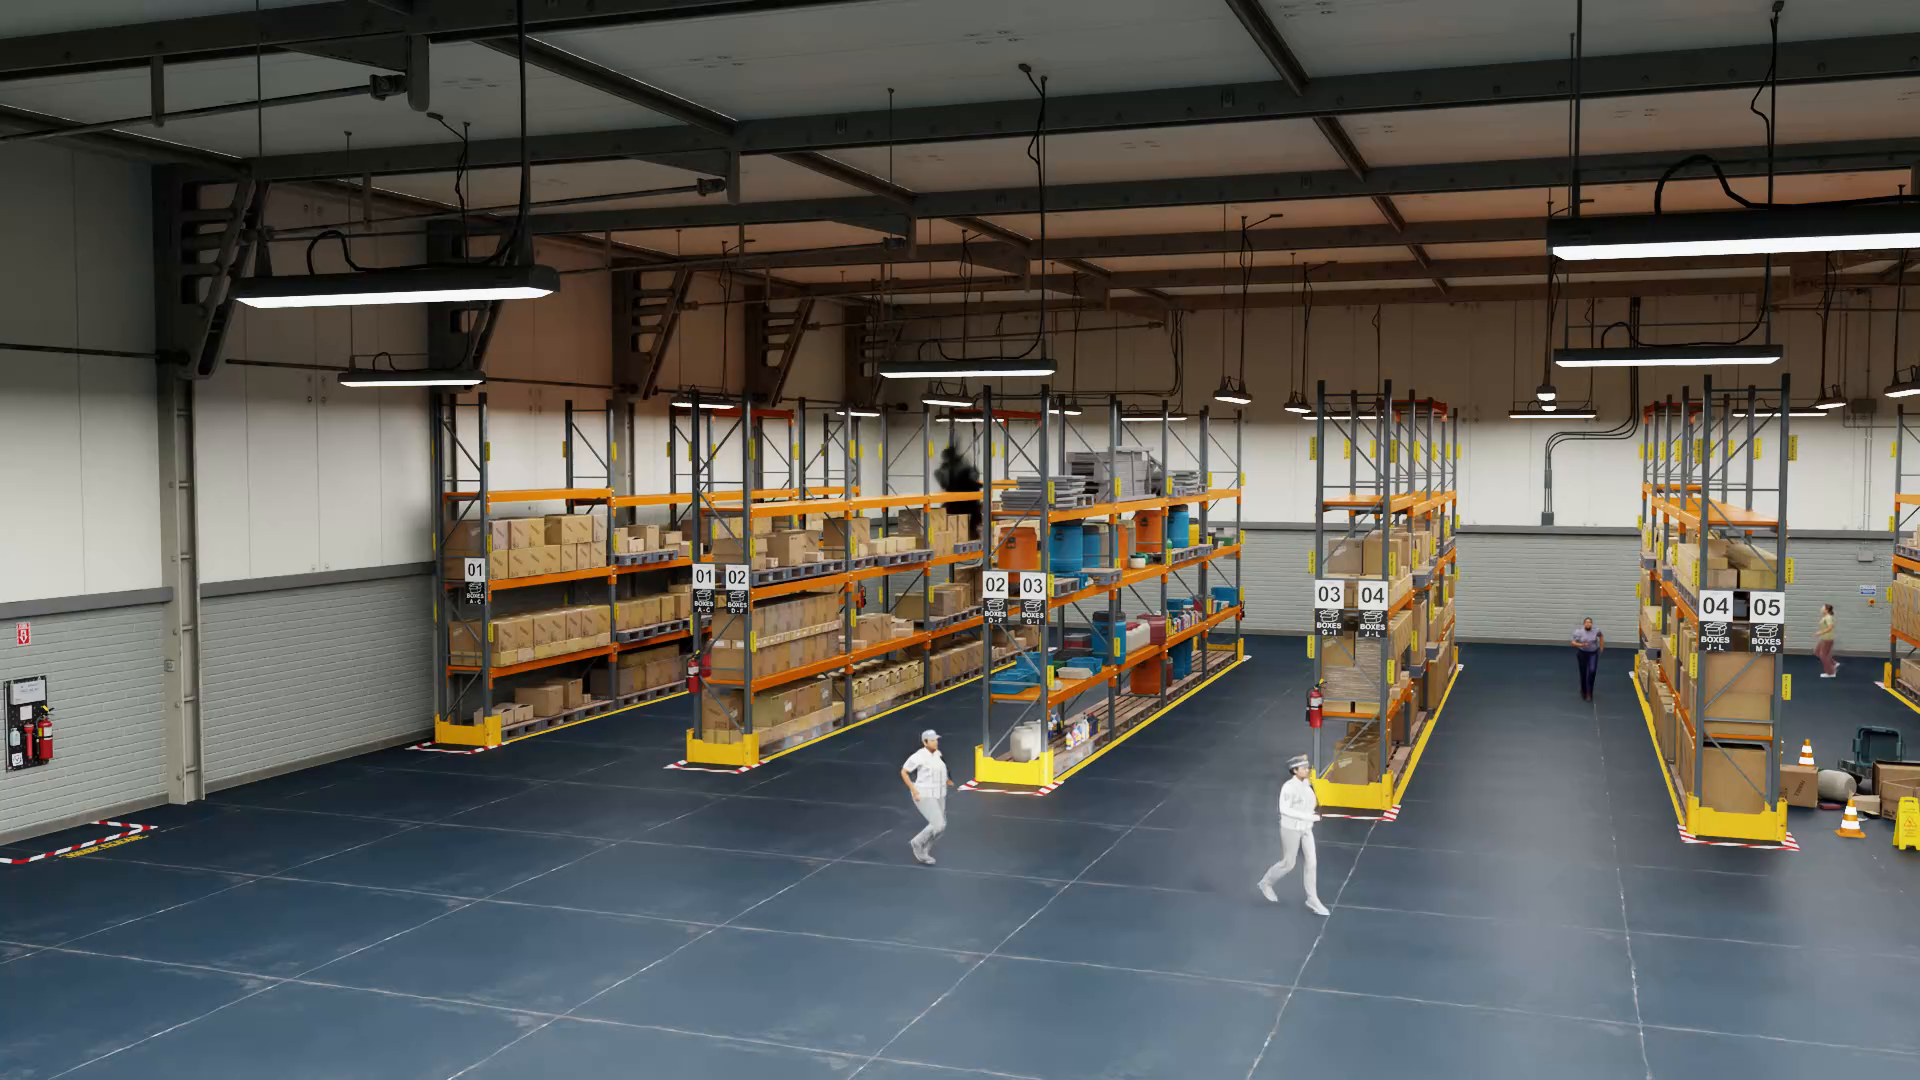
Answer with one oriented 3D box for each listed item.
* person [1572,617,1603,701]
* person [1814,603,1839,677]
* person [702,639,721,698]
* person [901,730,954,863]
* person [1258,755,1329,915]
[{"bbox_3d":[12.729,2.398,33.753,0.627,1.694,0.871,1,3,15],"label":"person"},{"bbox_3d":[19.217,2.223,36.873,0.532,1.637,0.592,1,3,24],"label":"person"},{"bbox_3d":[-4.458,2.594,29.446,0.657,1.686,0.574,1,3,14],"label":"person"},{"bbox_3d":[-0.333,3.111,20.102,0.583,1.629,0.592,2,4,37],"label":"person"},{"bbox_3d":[3.665,3.185,18.191,0.632,1.723,0.825,-3,4,-45],"label":"person"}]
